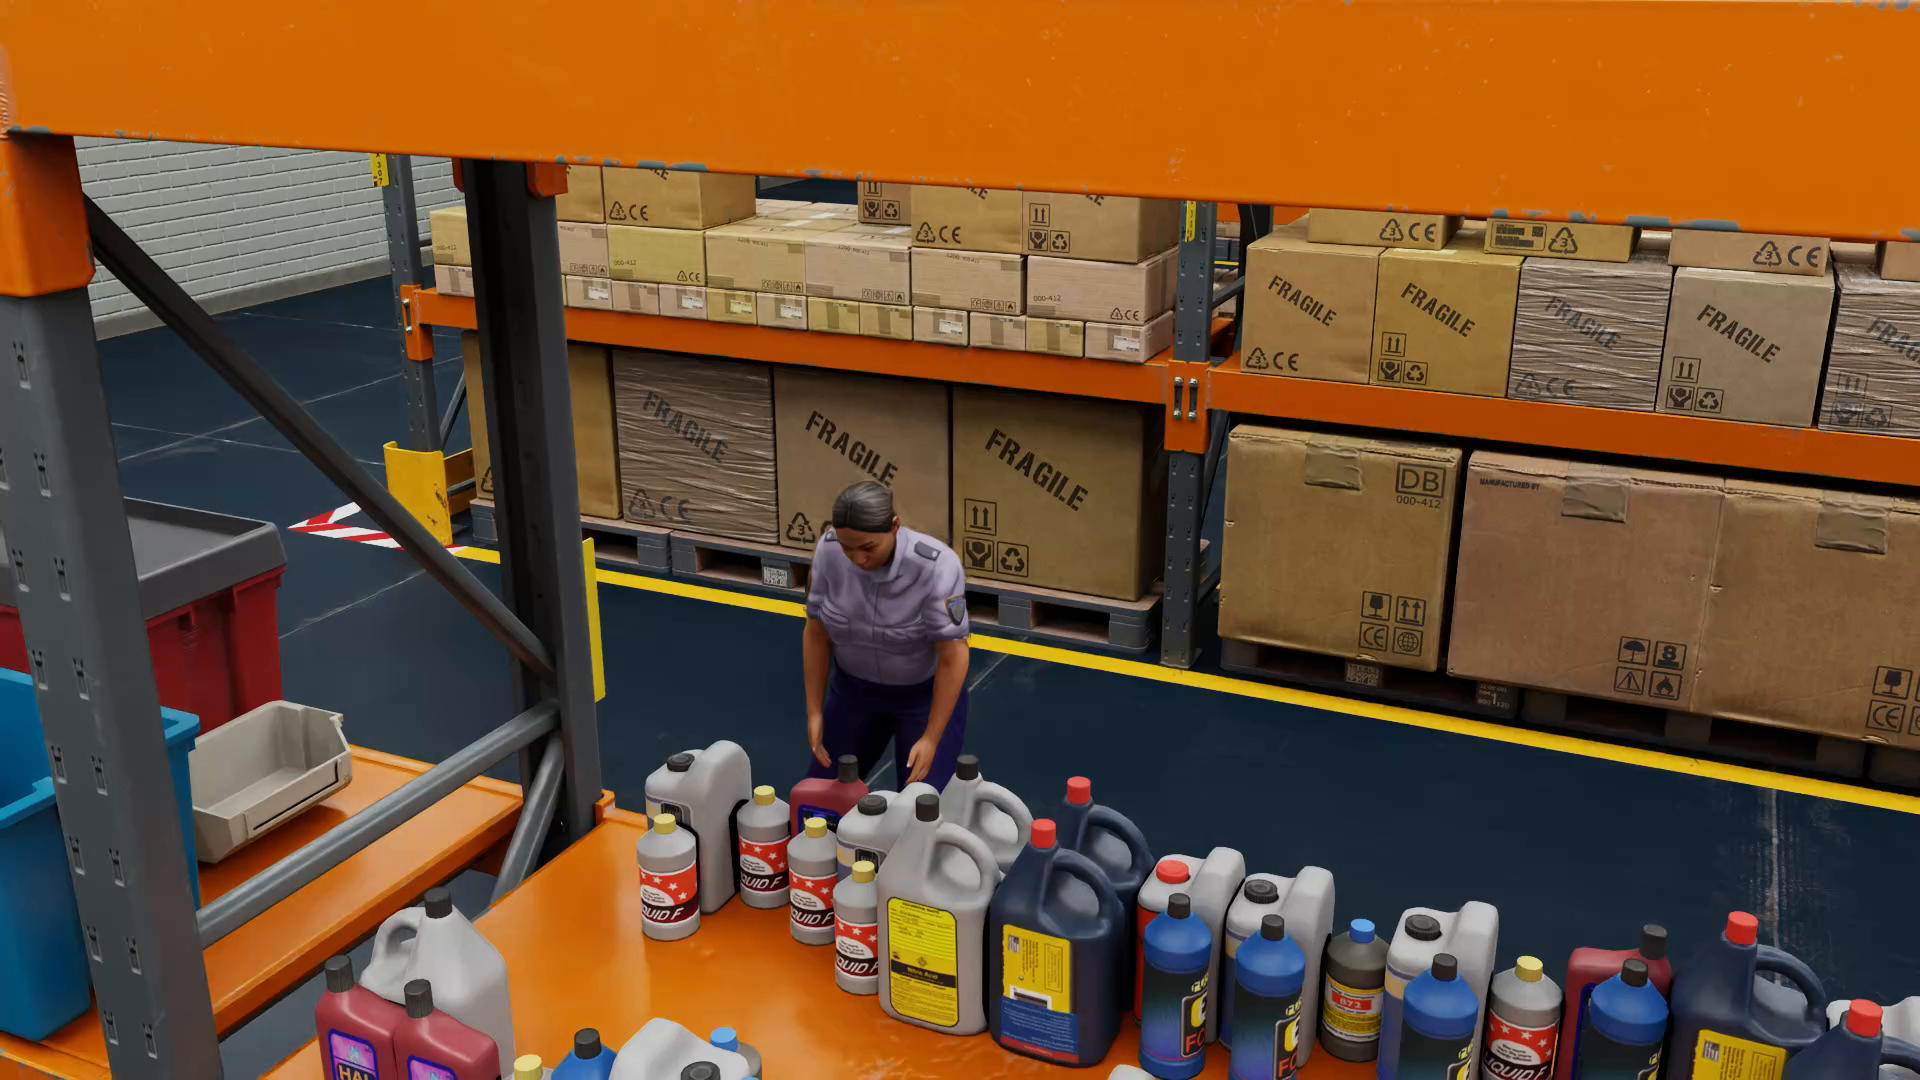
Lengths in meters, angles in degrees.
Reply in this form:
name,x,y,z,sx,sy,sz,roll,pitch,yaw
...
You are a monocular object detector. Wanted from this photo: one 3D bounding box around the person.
name,x,y,z,sx,sy,sz,roll,pitch,yaw
person,-0.203,0.517,4.831,0.522,1.510,0.477,9,21,24
